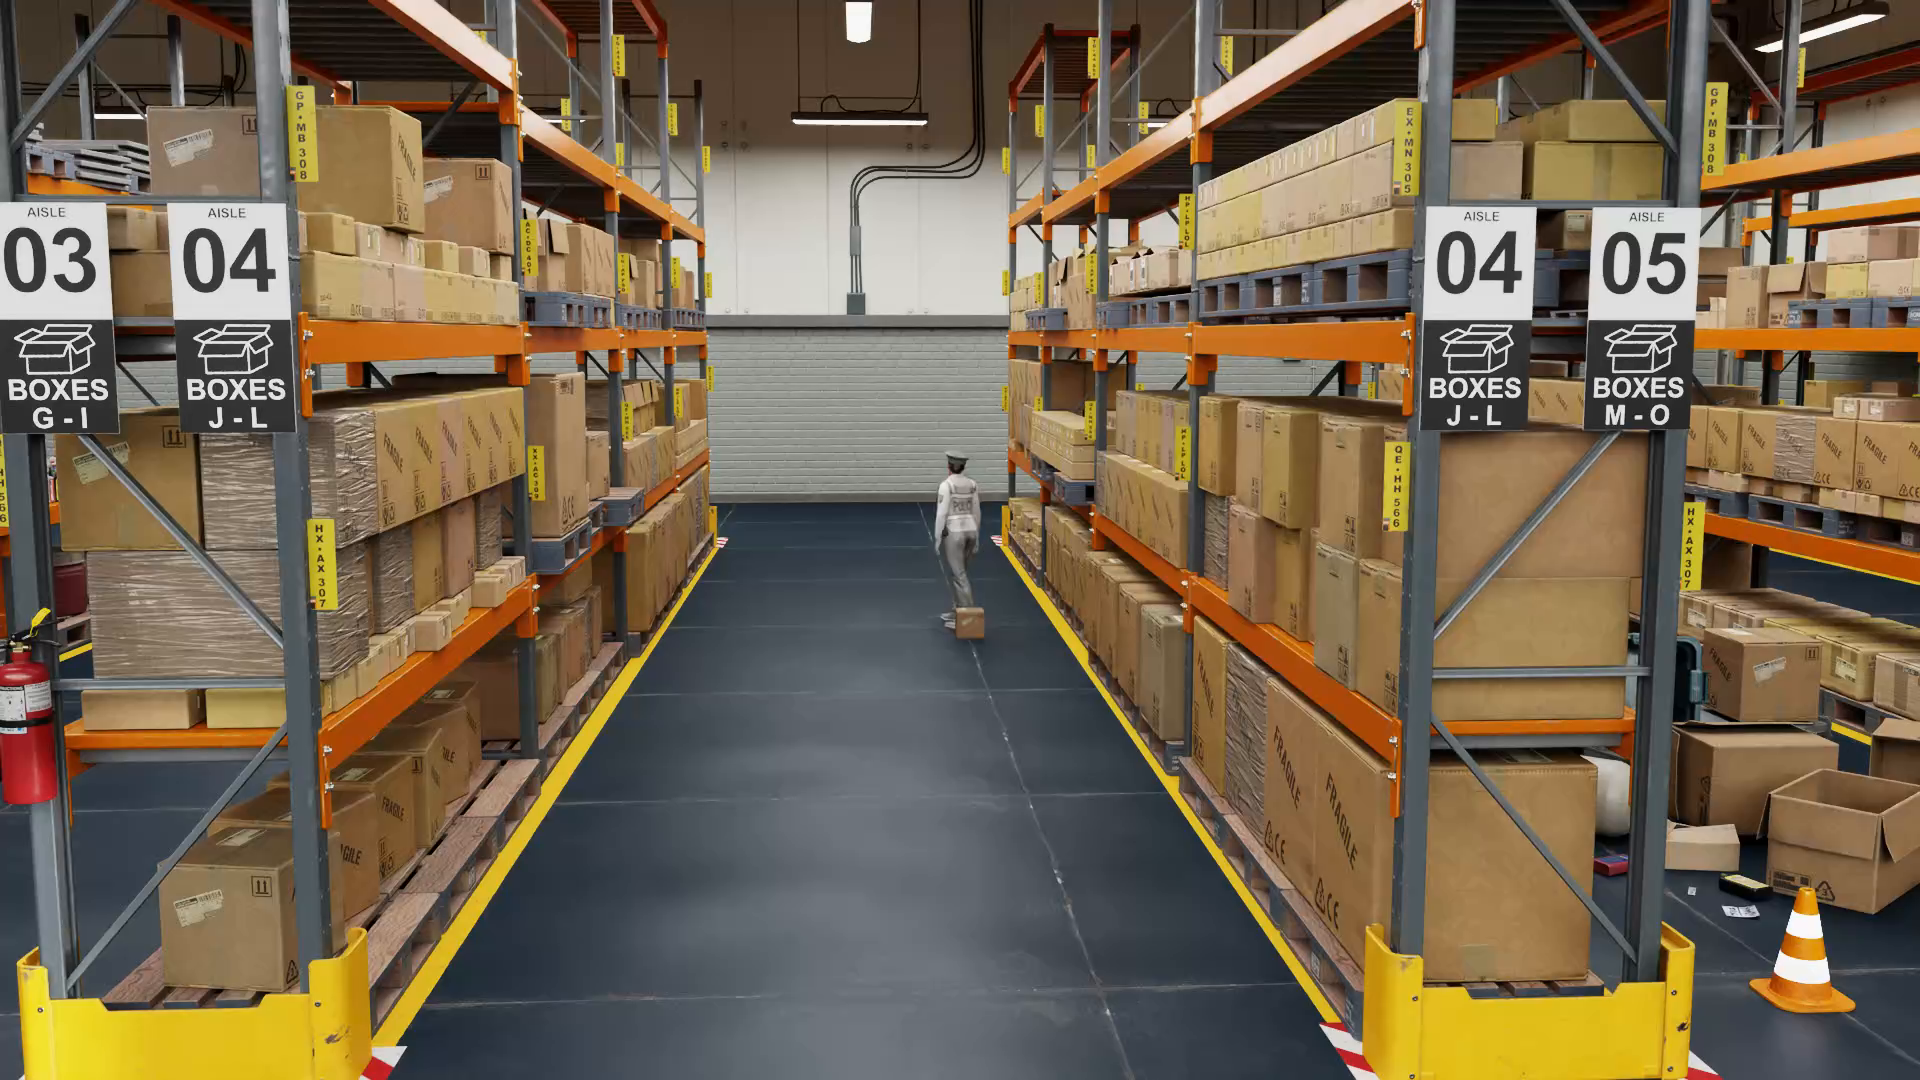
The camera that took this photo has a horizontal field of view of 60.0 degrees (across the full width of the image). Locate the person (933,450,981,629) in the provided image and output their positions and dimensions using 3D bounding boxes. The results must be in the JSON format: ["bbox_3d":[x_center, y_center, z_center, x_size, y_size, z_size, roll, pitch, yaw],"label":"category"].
[{"bbox_3d":[-0.032,-0.016,15.750,0.592,1.660,0.515,6,9,42],"label":"person"}]
